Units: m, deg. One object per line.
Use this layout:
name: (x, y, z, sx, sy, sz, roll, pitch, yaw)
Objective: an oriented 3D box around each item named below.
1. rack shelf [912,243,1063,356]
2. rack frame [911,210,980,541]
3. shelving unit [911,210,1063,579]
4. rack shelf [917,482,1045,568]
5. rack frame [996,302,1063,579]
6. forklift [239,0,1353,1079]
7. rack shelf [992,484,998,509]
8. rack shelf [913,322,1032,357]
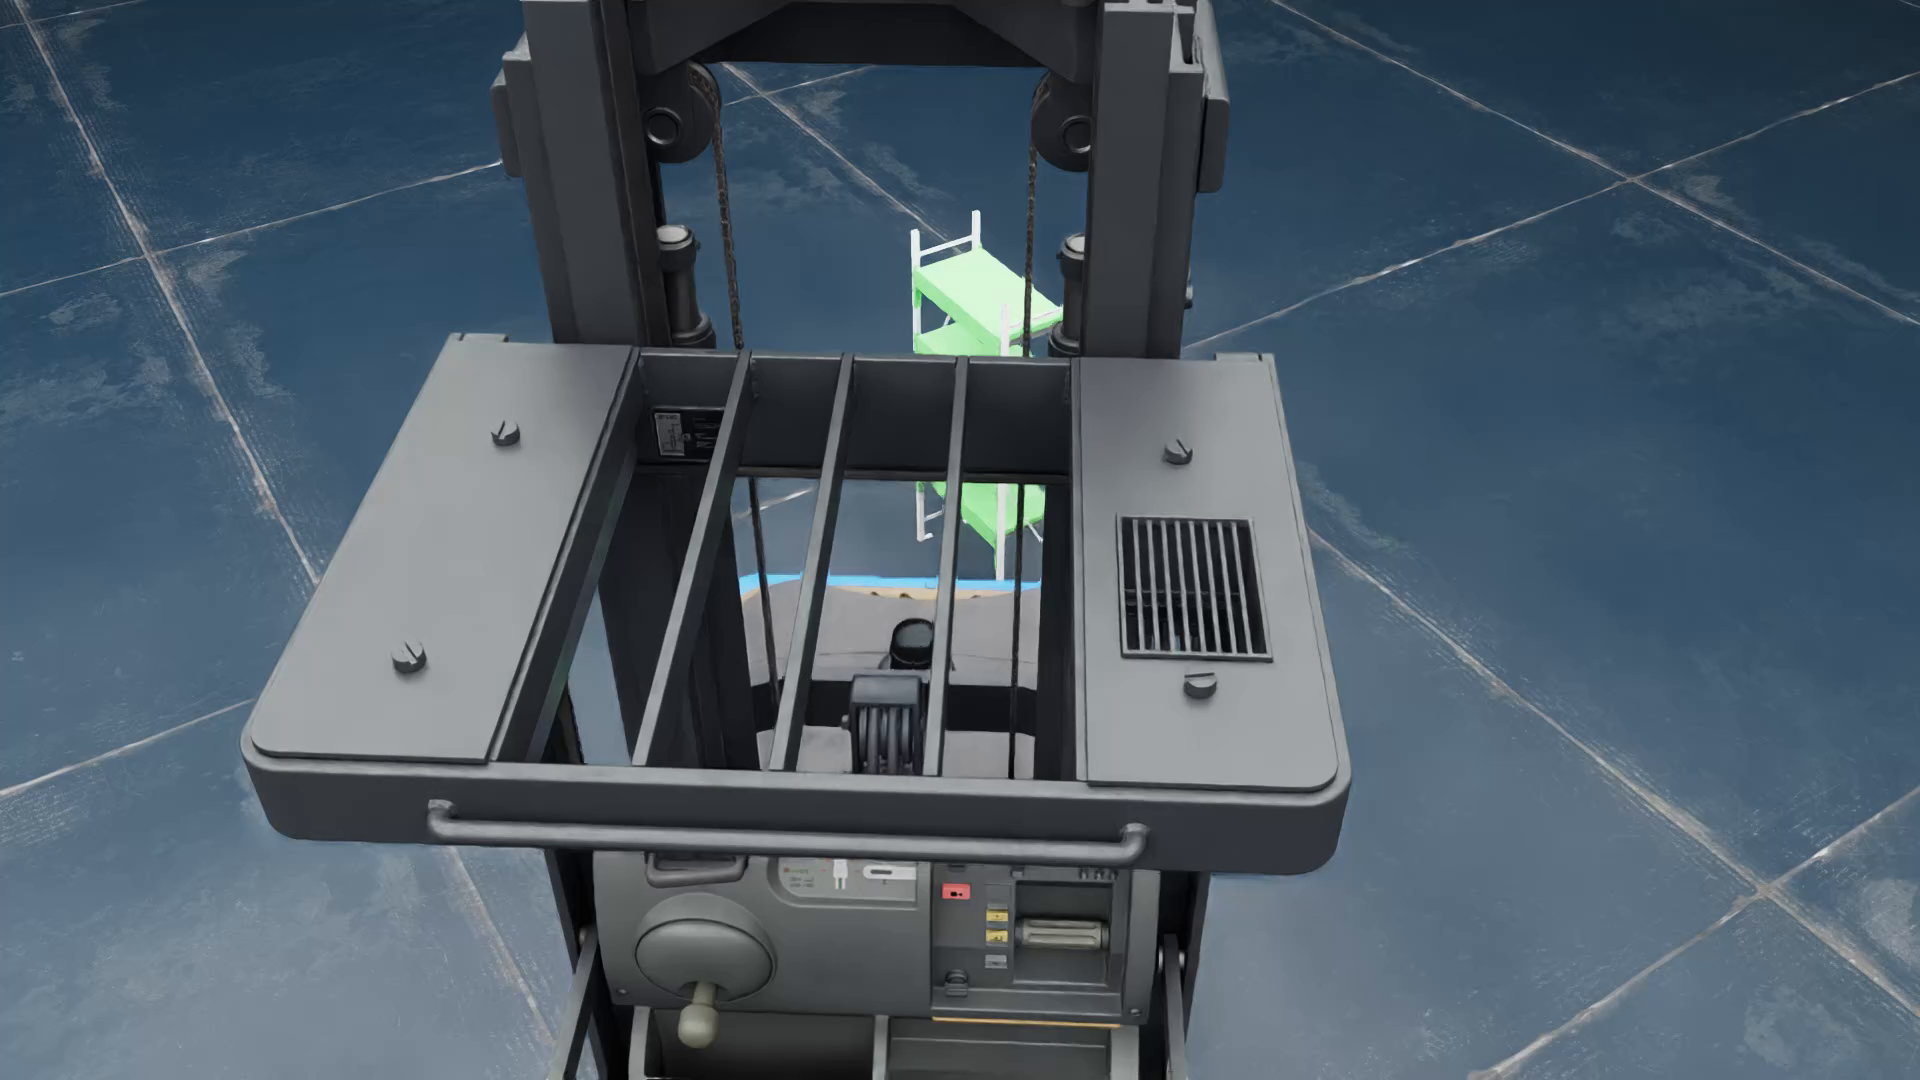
rack shelf: (0.089, -0.691, 4.992, 0.258, 0.148, 0.480, -22, 45, -24)
rack frame: (-0.042, -0.503, 5.417, 0.240, 1.200, 0.015, -22, 45, -24)
shelving unit: (0.089, -0.372, 5.259, 0.258, 1.200, 0.503, -22, 45, -24)
rack shelf: (0.089, -0.138, 5.453, 0.258, 0.148, 0.480, -22, 45, -24)
rack frame: (0.220, -0.240, 5.101, 0.240, 1.200, 0.015, -22, 45, -24)
forklift: (-0.146, 0.726, 2.589, 1.130, 2.935, 3.031, 2, 40, 2)
rack shelf: (0.089, -0.323, 5.300, 0.258, 0.148, 0.480, -22, 45, -24)
rack shelf: (0.089, -0.507, 5.146, 0.258, 0.148, 0.480, -22, 45, -24)
